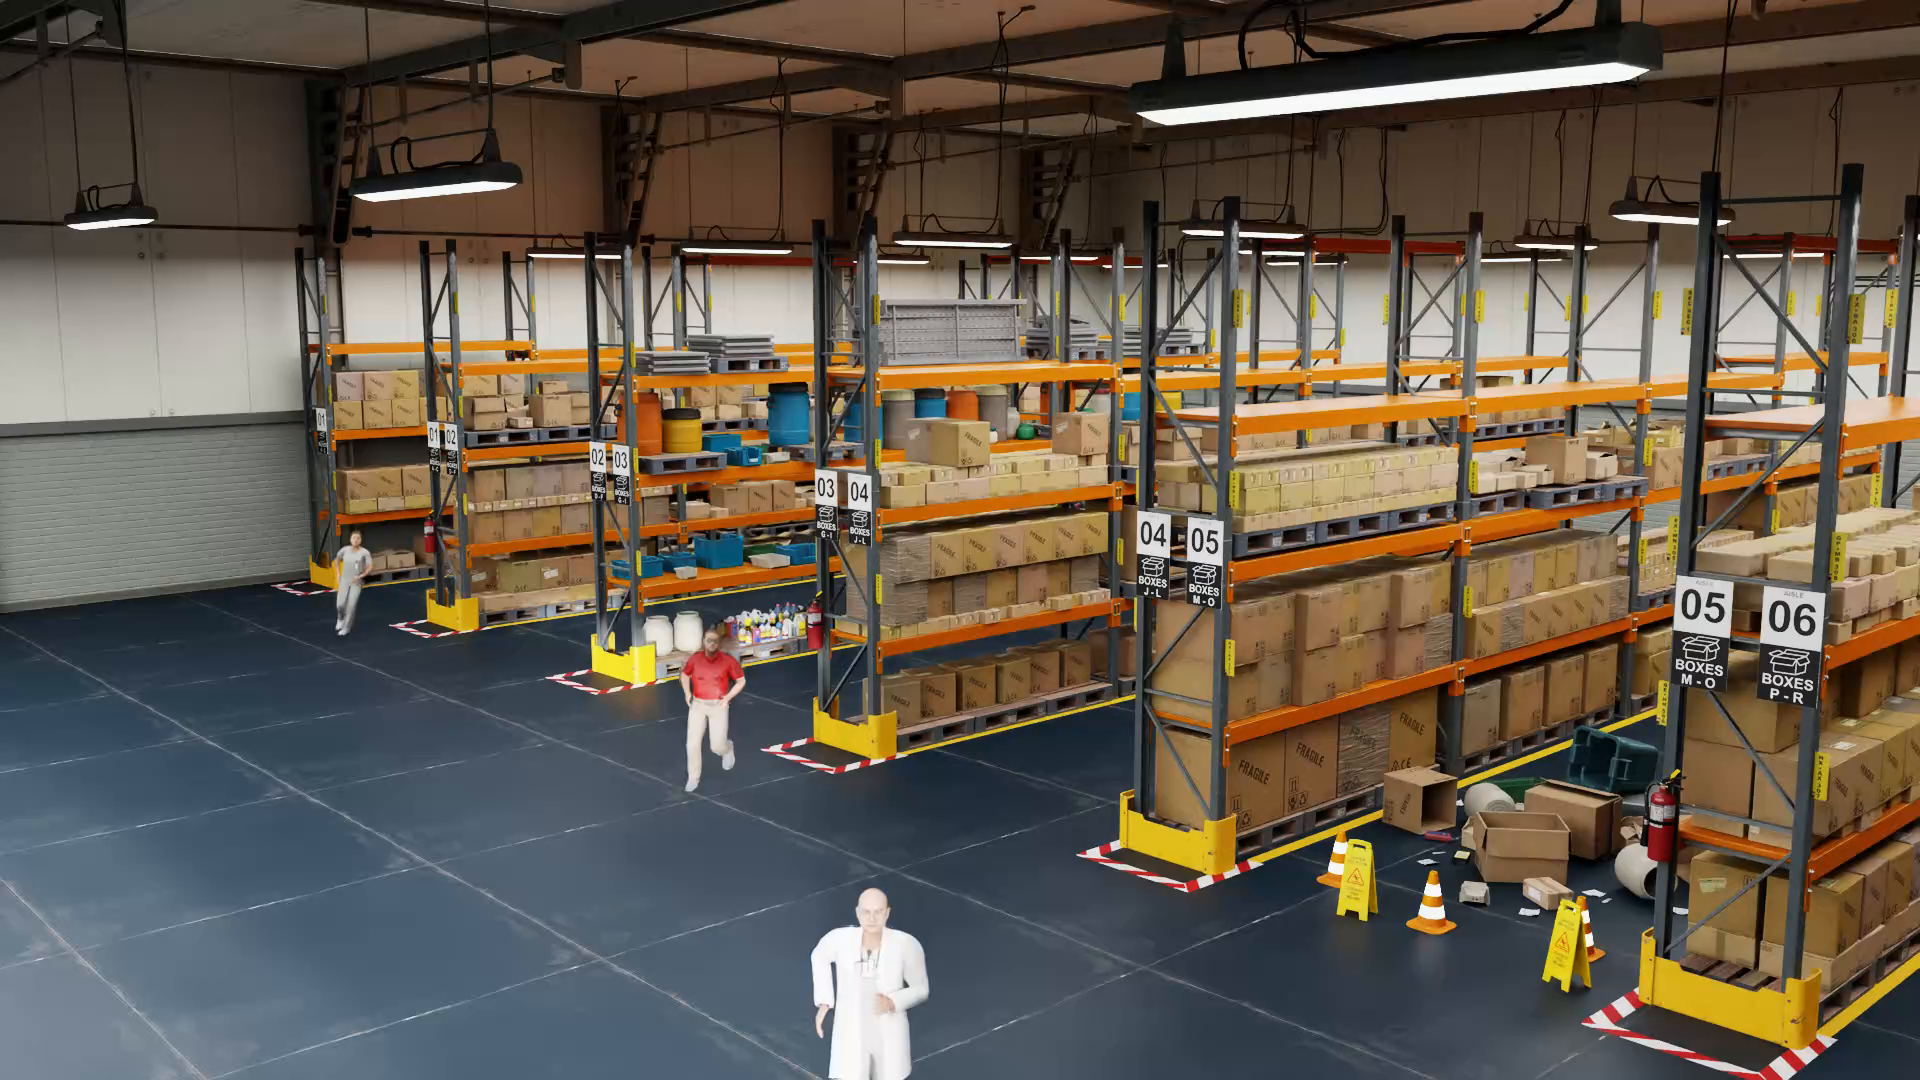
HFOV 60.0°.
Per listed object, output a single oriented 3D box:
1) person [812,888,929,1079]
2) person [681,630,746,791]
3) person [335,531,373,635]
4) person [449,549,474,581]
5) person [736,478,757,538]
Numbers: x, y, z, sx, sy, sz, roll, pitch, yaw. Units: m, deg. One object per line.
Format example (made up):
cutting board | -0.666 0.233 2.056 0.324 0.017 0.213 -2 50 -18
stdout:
person | -0.514 2.904 9.586 0.668 1.842 0.825 -1 8 -5
person | -2.629 1.783 17.685 0.703 1.687 0.651 0 8 3
person | -9.273 0.653 25.396 0.617 1.613 0.527 -1 9 -10
person | -8.241 0.232 27.772 0.646 1.733 0.568 7 11 40
person | -4.285 -0.561 32.876 0.663 1.744 0.990 6 10 34
